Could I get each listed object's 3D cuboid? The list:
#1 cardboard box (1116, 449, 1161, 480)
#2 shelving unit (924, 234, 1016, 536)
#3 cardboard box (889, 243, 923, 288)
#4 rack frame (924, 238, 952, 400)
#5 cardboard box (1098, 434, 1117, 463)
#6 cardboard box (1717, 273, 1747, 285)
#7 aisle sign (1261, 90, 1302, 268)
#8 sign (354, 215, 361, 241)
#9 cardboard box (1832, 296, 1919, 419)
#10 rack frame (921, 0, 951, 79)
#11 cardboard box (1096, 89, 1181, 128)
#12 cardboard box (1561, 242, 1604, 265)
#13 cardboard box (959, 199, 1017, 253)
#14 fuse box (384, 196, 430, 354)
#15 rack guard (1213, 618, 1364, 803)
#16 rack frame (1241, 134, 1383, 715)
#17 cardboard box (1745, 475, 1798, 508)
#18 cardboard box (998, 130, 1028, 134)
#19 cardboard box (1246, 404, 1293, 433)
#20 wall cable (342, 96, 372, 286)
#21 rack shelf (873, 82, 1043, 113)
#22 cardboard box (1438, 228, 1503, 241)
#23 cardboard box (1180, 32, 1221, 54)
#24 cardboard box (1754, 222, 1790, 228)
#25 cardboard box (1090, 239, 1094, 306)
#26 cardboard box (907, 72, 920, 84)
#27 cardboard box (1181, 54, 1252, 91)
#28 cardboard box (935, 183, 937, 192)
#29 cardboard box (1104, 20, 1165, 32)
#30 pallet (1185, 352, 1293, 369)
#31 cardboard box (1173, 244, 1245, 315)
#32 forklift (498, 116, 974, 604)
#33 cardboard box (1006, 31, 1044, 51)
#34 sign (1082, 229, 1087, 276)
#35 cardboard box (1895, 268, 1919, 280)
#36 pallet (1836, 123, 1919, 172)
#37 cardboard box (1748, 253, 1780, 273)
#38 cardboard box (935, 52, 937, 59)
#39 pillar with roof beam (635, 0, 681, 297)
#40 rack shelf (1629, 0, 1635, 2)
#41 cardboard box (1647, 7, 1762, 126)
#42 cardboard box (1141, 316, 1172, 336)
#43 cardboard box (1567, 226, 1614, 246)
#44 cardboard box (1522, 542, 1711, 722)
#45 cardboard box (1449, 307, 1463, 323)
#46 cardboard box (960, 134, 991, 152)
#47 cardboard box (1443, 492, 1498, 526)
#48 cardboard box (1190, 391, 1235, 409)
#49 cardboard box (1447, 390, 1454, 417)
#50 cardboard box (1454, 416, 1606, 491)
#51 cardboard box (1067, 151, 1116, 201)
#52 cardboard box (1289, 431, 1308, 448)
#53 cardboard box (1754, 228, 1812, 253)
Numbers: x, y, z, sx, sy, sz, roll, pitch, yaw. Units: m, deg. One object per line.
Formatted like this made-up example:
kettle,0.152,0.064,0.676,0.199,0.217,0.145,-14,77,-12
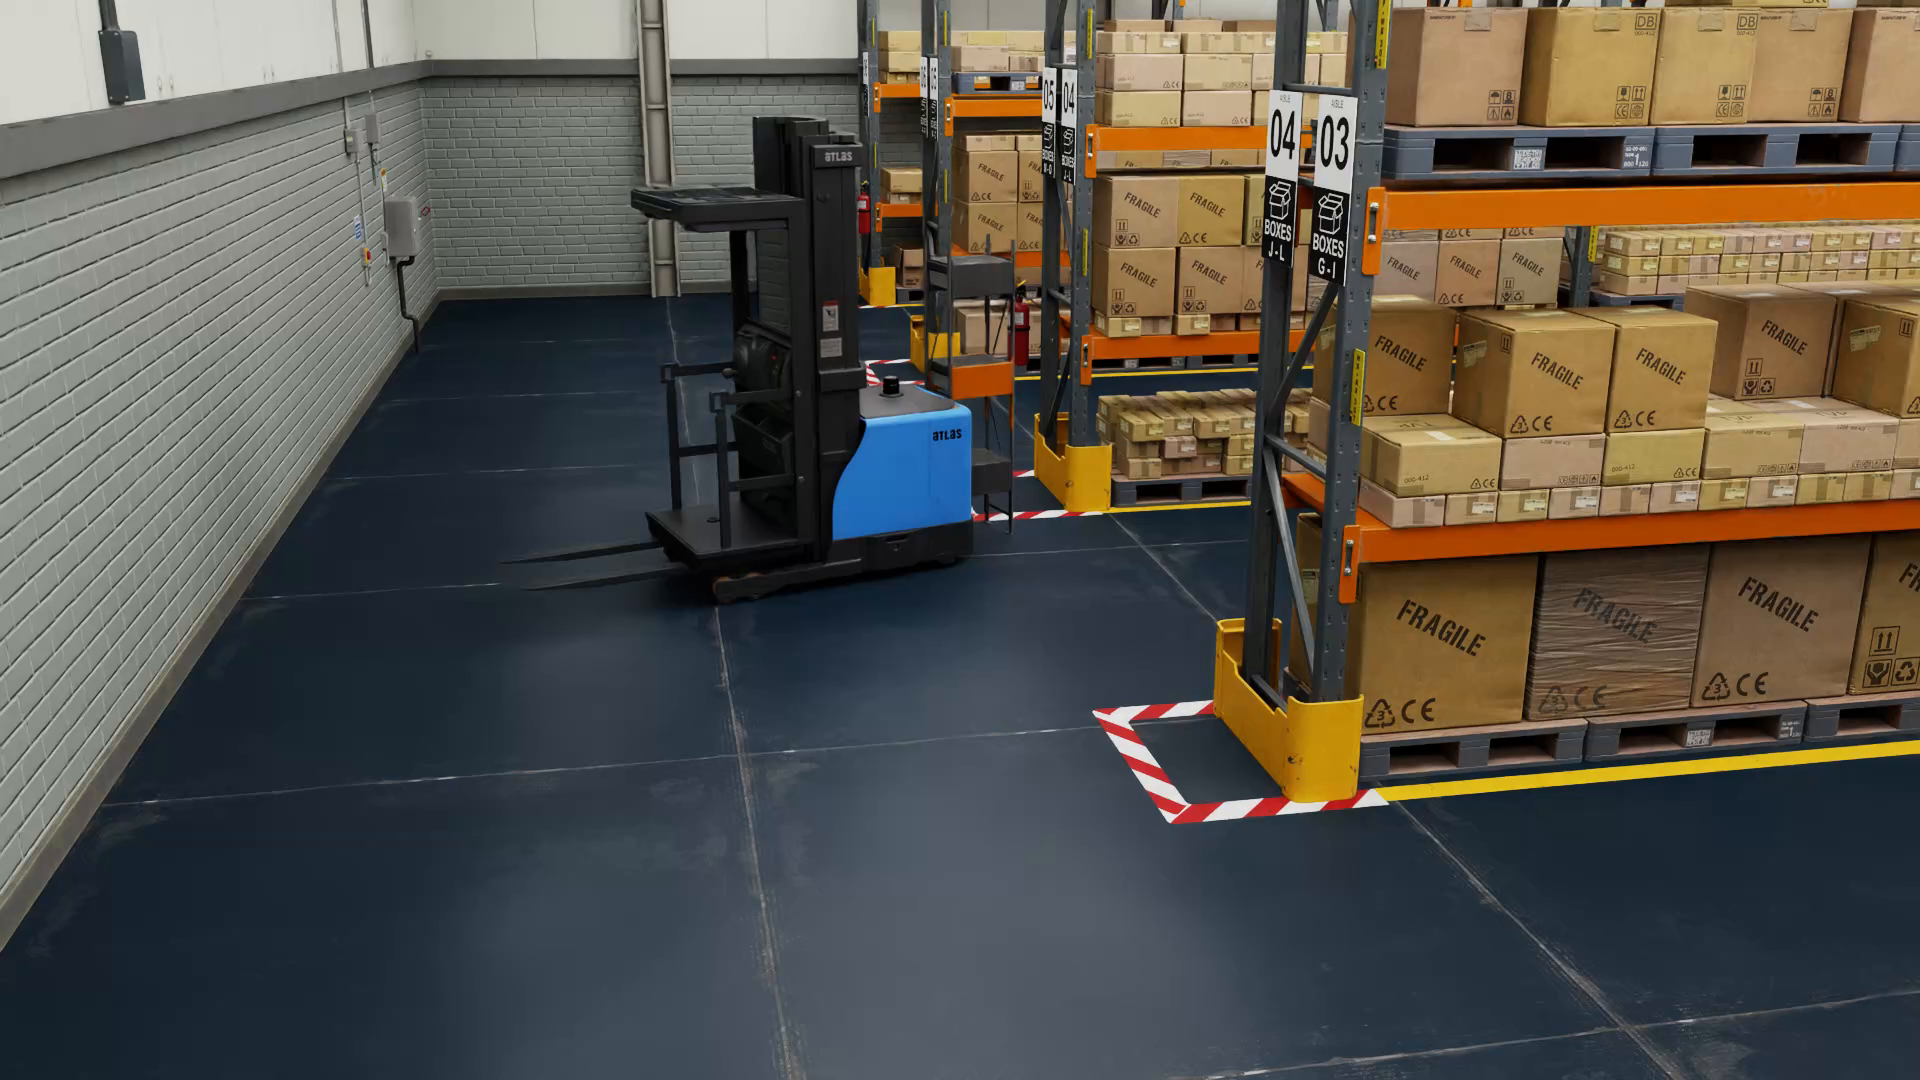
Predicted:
cardboard box,1.369,-0.586,12.752,0.250,0.149,0.380,-3,17,-9
shelving unit,0.065,-1.053,11.662,0.503,2.100,0.431,-9,19,-26
cardboard box,-0.571,-3.678,22.213,0.637,0.503,0.797,-4,18,-13
rack frame,-0.152,-1.020,11.555,0.015,2.100,0.400,-9,19,-26
cardboard box,1.272,-0.739,13.248,0.250,0.149,0.380,-3,17,-10
cardboard box,5.960,-2.048,13.082,0.250,0.149,0.380,-3,17,-10
aisle sign,1.508,-1.701,7.813,0.004,0.787,0.394,-3,17,-10
sign,-5.827,-3.024,16.087,0.001,0.218,0.327,-3,17,-10
cardboard box,4.670,-0.898,8.099,0.500,0.500,0.500,-3,17,-10
rack frame,-0.244,-6.100,16.347,0.127,3.000,1.000,-3,17,-10
cardboard box,1.284,-3.125,12.023,0.500,0.250,0.500,-3,17,-8
cardboard box,5.075,-2.336,13.515,0.250,0.149,0.380,-3,17,-9
cardboard box,0.282,-3.224,17.031,0.500,0.500,0.500,-3,17,-11
fuse box,-6.031,-2.910,18.370,0.414,1.711,0.539,-3,17,-10
rack guard,1.612,0.820,8.289,0.348,0.500,1.175,-3,17,-10
rack frame,1.636,-0.376,7.927,0.127,3.000,1.000,-3,17,-10
cardboard box,3.814,-0.282,8.047,0.250,0.149,0.380,-3,17,-10
cardboard box,0.553,-4.206,17.418,0.250,0.149,0.380,-3,17,-11
cardboard box,2.395,-0.942,12.898,0.250,0.149,0.380,-3,17,-8
wall cable,-5.776,-3.412,16.029,0.123,1.953,0.585,-3,17,-10
rack shelf,0.774,-5.865,21.914,4.000,0.370,1.077,-3,17,-10
cardboard box,3.805,-2.568,12.683,0.500,0.500,0.500,-4,17,-12
cardboard box,1.689,-3.559,11.905,0.250,0.149,0.380,-3,17,-11
cardboard box,6.623,-2.566,13.755,0.250,0.149,0.380,-3,17,-11
cardboard box,1.187,-2.101,12.865,0.500,0.500,0.500,-3,17,-9
cardboard box,-0.580,-5.950,21.394,0.250,0.149,0.380,-3,17,-9
cardboard box,1.787,-3.391,12.040,0.500,0.250,0.500,-3,17,-11
cardboard box,-0.198,-4.710,21.785,0.500,0.250,0.500,-3,17,-10
cardboard box,1.764,-5.032,16.921,0.500,0.500,0.500,-3,17,-9
pallet,2.922,-2.103,18.298,1.213,0.211,1.003,-3,17,-10
cardboard box,1.808,-1.984,12.485,0.500,0.500,0.500,-3,17,-10
forklift,-1.457,-1.175,10.647,3.031,2.935,1.130,-9,19,-26
cardboard box,0.786,-6.445,21.476,0.500,0.250,0.500,-3,17,-9
sign,0.897,-2.069,11.964,0.005,0.325,0.100,-3,17,-10
cardboard box,7.510,-2.137,13.373,0.250,0.149,0.380,-3,17,-11
pallet,4.758,-1.948,8.086,1.213,0.211,1.003,-3,17,-10
cardboard box,6.223,-2.206,13.092,0.250,0.149,0.380,-3,17,-8
cardboard box,-0.207,-6.148,21.359,0.500,0.250,0.500,-3,17,-9
pillar with roof beam,-3.191,-6.400,17.321,0.400,9.000,9.100,-3,17,-10
rack shelf,5.647,-5.900,17.599,4.000,0.370,1.077,-3,17,-10
cardboard box,3.210,-2.190,7.668,0.500,0.500,0.700,-4,18,-14
cardboard box,1.417,-1.641,12.473,0.250,0.149,0.380,-3,17,-8
cardboard box,5.079,-2.478,13.469,0.250,0.149,0.380,-2,17,-8
cardboard box,3.143,0.330,8.533,0.875,0.875,0.875,-3,17,-10
cardboard box,3.713,-1.793,12.967,0.250,0.149,0.380,-4,17,-12
cardboard box,0.157,-4.008,16.776,0.250,0.149,0.380,-3,17,-9
cardboard box,2.299,-0.195,7.766,0.250,0.149,0.380,-4,17,-11
cardboard box,2.020,-1.081,13.349,0.250,0.149,0.380,-4,18,-13
cardboard box,2.560,-0.578,8.333,0.500,0.250,0.500,-4,17,-11
cardboard box,2.668,-0.426,7.839,0.500,0.250,0.500,-3,17,-11
cardboard box,1.291,-3.765,17.087,0.500,0.500,0.500,-3,17,-11
cardboard box,2.634,-0.837,13.062,0.250,0.149,0.380,-2,17,-8
cardboard box,6.465,-2.361,13.089,0.250,0.149,0.380,-3,17,-8
